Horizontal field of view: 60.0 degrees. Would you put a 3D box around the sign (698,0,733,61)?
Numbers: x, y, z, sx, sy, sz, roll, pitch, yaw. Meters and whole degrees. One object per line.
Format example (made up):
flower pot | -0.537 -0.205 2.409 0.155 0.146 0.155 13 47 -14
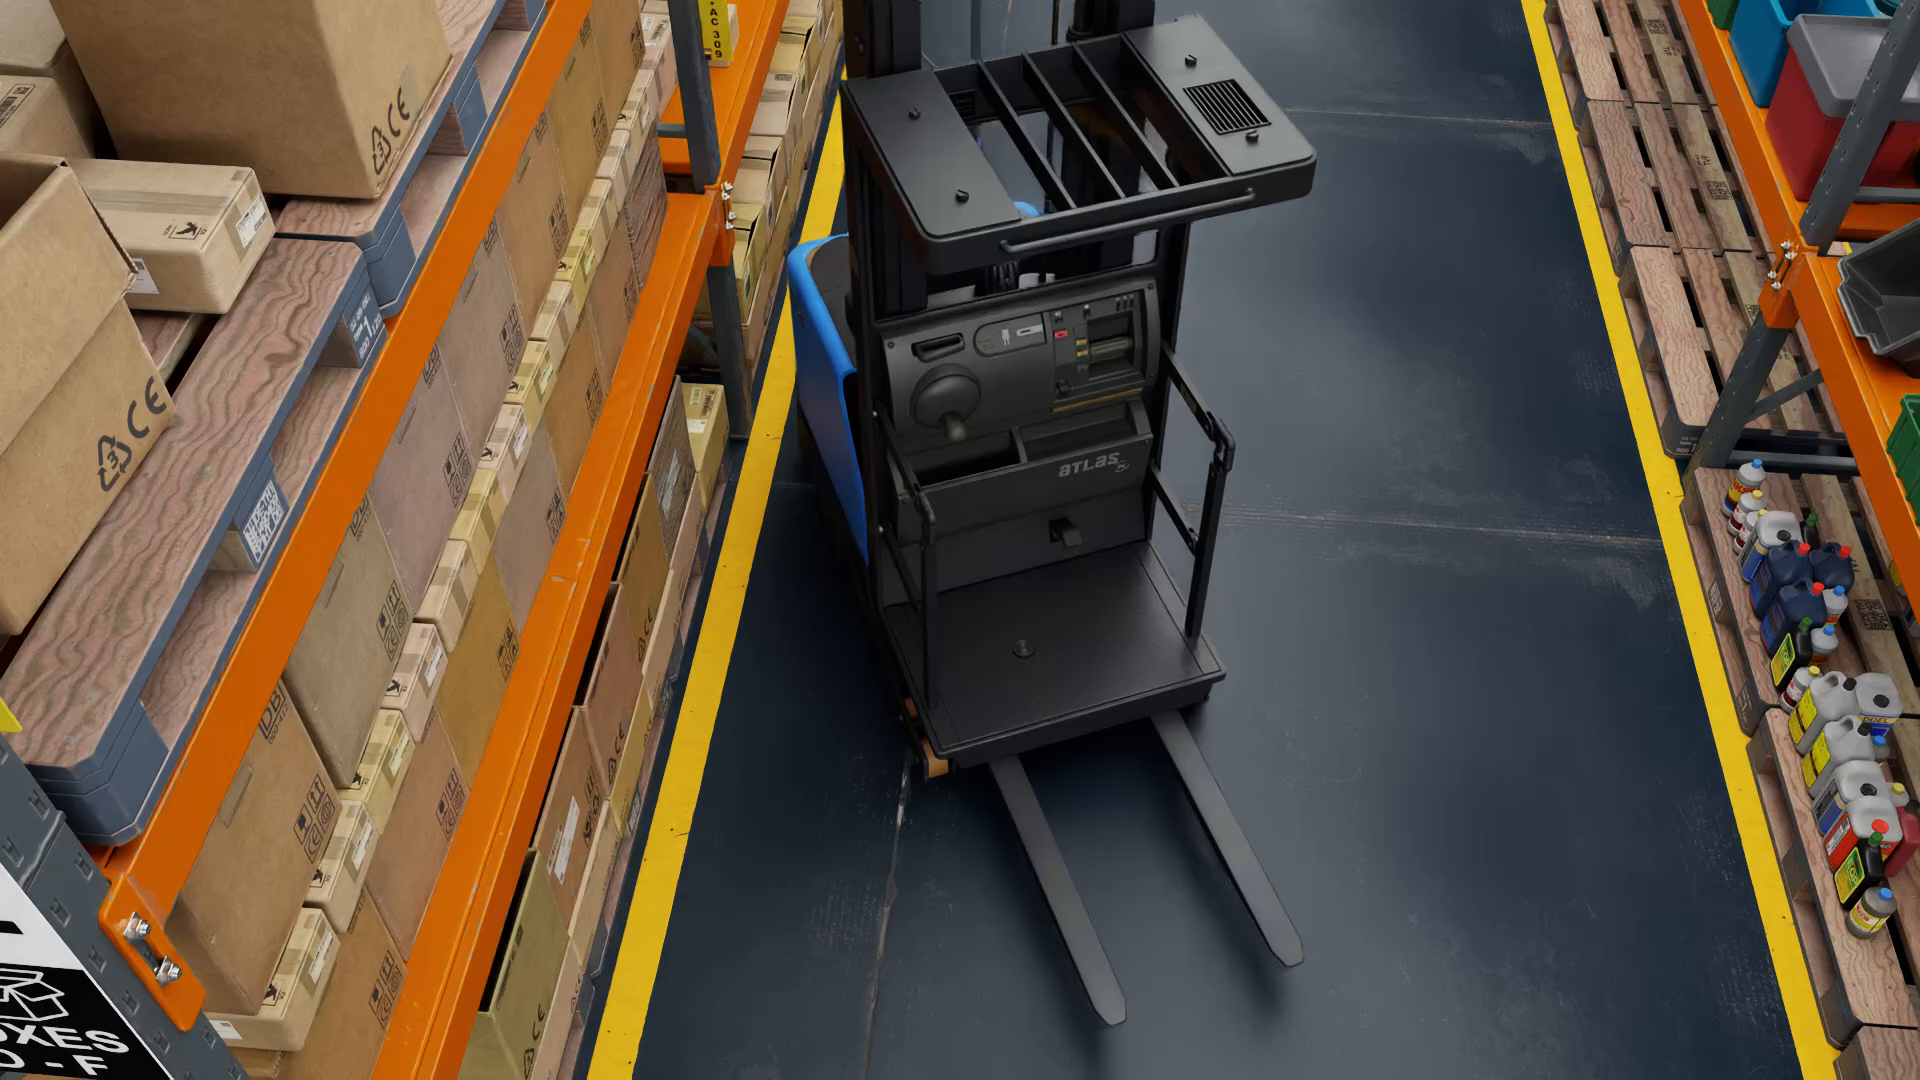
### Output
sign | -0.850 -1.805 5.754 0.100 0.325 0.005 4 48 4

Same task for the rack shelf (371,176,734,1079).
rack shelf | -1.585 0.190 5.057 1.077 0.370 4.000 4 48 4

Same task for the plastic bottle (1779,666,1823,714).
plastic bottle | 2.977 0.520 5.866 0.097 0.201 0.097 0 48 0

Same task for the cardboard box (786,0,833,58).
cardboard box | -0.930 -2.710 8.421 0.500 0.311 0.500 4 48 3

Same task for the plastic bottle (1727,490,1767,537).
plastic bottle | 3.055 -0.111 6.443 0.097 0.201 0.097 0 48 0

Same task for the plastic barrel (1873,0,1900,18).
plastic barrel | 3.803 -2.102 6.759 0.301 0.262 0.301 0 48 0

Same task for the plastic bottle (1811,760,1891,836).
plastic bottle | 2.959 0.859 5.505 0.152 0.276 0.135 3 48 2

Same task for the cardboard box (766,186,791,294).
cardboard box | -1.071 -1.391 7.594 0.500 0.250 0.500 5 48 5

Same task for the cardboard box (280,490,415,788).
cardboard box | -1.664 0.178 3.634 0.700 0.500 0.500 3 48 3

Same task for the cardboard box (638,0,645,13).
cardboard box | -1.505 -2.135 6.787 0.396 0.266 0.258 3 48 3

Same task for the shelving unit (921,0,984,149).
shelving unit | -0.173 -1.534 7.162 0.538 1.500 1.048 1 48 1

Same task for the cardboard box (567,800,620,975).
cardboard box | -1.409 1.089 5.326 0.500 0.250 0.500 4 48 4

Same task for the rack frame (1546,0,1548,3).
rack frame | 3.895 -4.126 8.517 1.000 3.000 0.127 4 48 4

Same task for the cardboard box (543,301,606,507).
cardboard box | -1.528 -0.473 5.108 0.700 0.500 0.500 5 48 4

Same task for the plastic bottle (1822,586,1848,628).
plastic bottle | 3.150 0.266 6.051 0.097 0.271 0.097 0 48 0

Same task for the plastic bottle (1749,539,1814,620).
plastic bottle | 3.043 0.124 6.126 0.144 0.351 0.185 5 48 5

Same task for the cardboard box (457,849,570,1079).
cardboard box | -1.453 1.204 4.713 0.500 0.500 0.500 4 48 4

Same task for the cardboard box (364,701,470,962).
cardboard box | -1.669 0.655 4.076 0.700 0.500 0.500 5 48 5

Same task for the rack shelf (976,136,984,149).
rack shelf | -0.173 -1.412 7.295 0.538 0.185 1.000 1 48 1

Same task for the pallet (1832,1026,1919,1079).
pallet | 3.205 2.038 4.768 1.003 0.211 1.213 4 48 4

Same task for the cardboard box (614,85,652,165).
cardboard box | -1.238 -1.379 5.497 0.380 0.149 0.250 3 48 3

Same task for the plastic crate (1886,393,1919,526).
plastic crate | 3.125 -0.136 5.011 0.450 0.188 0.662 4 48 4

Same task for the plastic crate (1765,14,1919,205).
plastic crate | 3.269 -1.584 6.149 0.402 0.464 0.583 4 48 4

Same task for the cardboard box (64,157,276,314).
cardboard box | -1.484 -0.552 3.006 0.380 0.149 0.250 4 48 4

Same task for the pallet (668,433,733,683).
pallet | -1.517 0.000 6.632 1.003 0.211 1.213 4 48 4

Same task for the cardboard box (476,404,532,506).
cardboard box | -1.376 -0.239 4.454 0.380 0.149 0.250 4 48 4

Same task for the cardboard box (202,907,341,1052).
cardboard box | -1.517 0.891 3.421 0.380 0.149 0.250 4 48 3

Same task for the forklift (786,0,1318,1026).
forklift | 0.280 -0.481 5.230 1.130 2.935 3.031 -14 49 -13

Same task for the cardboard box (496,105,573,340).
cardboard box | -1.528 -0.928 4.645 0.700 0.500 0.500 4 48 4

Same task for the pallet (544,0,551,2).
pallet | -1.454 -1.876 4.486 1.003 0.211 1.213 4 48 4

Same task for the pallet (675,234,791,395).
pallet | -1.374 -1.125 7.662 1.003 0.211 1.213 4 48 4

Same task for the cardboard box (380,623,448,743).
cardboard box | -1.446 0.328 3.936 0.380 0.149 0.250 3 48 3

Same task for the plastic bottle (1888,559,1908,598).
plastic bottle | 3.615 0.042 6.202 0.144 0.351 0.185 4 48 4

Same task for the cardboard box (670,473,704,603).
cardboard box | -1.282 -0.014 6.335 0.500 0.250 0.500 4 48 4

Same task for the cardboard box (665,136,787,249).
cardboard box | -1.066 -1.580 7.387 0.500 0.311 0.500 3 48 3

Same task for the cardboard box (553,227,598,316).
cardboard box | -1.308 -0.813 4.979 0.380 0.149 0.250 4 48 3

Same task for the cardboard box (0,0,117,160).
cardboard box | -1.874 -1.027 3.330 0.500 0.311 0.500 9 48 8

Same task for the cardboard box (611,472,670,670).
cardboard box | -1.326 0.101 5.722 0.500 0.500 0.500 4 48 4

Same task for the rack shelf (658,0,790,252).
rack shelf | -1.220 -2.749 7.745 1.077 0.370 4.000 4 48 4

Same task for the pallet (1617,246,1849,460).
pallet | 3.563 -0.825 7.387 1.003 0.211 1.213 4 48 4

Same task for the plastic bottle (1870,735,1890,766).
plastic bottle | 3.095 0.739 5.666 0.097 0.201 0.097 0 48 0

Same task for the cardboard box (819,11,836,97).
cardboard box | -0.935 -2.524 8.630 0.500 0.250 0.500 5 48 4

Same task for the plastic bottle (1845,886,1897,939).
plastic bottle | 2.896 1.170 5.271 0.097 0.201 0.097 0 48 0
